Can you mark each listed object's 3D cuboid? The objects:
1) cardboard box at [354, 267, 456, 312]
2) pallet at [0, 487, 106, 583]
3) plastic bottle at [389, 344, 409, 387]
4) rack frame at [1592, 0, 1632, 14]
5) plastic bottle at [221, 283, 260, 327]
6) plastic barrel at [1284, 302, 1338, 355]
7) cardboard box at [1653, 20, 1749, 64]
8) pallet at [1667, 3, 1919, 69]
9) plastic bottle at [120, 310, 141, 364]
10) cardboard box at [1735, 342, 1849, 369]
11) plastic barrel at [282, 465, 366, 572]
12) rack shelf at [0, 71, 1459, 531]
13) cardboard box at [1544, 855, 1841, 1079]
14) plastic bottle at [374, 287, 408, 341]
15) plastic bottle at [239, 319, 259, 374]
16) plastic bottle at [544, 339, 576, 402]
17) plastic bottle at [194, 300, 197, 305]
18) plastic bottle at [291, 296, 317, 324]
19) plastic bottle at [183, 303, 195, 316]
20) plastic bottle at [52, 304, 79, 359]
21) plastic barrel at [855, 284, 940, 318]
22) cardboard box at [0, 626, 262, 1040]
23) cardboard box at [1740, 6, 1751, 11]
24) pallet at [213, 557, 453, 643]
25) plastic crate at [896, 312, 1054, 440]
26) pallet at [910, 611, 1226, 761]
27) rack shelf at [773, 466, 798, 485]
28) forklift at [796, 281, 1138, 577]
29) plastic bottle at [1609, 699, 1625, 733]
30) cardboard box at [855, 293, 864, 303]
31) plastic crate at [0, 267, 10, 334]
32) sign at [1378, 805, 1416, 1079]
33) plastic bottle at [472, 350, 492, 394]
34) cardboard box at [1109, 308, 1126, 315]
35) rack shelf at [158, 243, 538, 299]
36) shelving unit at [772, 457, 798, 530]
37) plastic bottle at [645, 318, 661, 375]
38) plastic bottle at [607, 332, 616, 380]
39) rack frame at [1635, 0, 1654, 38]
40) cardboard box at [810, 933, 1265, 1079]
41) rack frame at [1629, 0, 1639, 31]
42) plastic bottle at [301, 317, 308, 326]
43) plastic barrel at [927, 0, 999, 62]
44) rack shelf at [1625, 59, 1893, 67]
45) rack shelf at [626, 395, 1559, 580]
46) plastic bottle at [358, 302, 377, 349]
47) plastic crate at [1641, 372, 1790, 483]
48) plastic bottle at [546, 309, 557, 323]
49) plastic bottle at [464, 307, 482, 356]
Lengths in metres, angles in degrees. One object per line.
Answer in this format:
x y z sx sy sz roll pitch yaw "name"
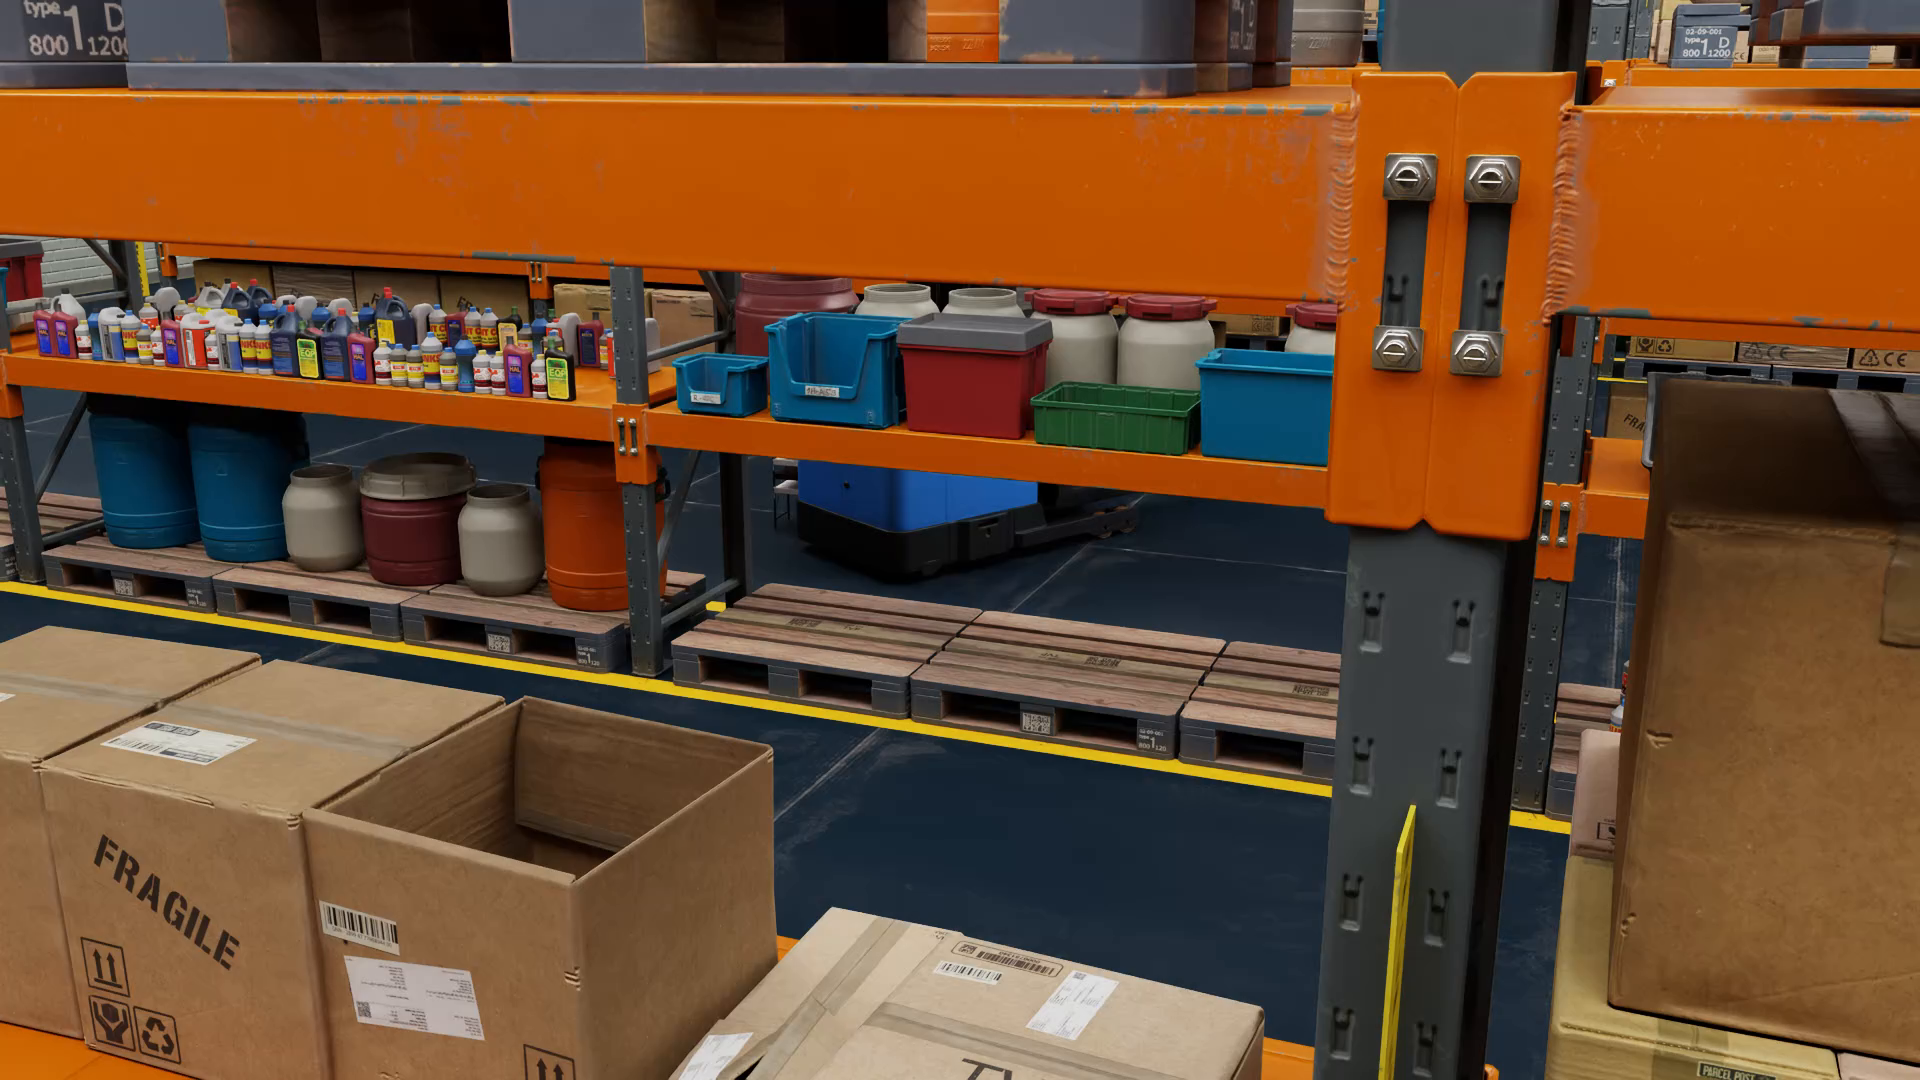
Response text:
-4.651 -1.971 14.640 0.875 0.875 0.875 6 17 21 "cardboard box"
-5.745 -0.051 9.970 1.213 0.211 1.003 6 17 21 "pallet"
-2.717 -0.851 8.080 0.097 0.201 0.097 0 16 0 "plastic bottle"
2.396 -3.387 5.701 0.127 3.000 1.000 6 17 21 "rack frame"
-3.952 -1.236 9.138 0.185 0.351 0.144 6 17 21 "plastic bottle"
1.586 -0.726 7.052 0.433 0.535 0.433 0 16 0 "plastic barrel"
4.538 -3.047 10.178 0.500 0.250 0.500 6 17 18 "cardboard box"
3.103 -1.808 5.979 1.003 0.211 1.213 6 17 21 "pallet"
-4.317 -1.060 8.677 0.097 0.271 0.097 0 16 0 "plastic bottle"
7.526 -2.075 14.997 0.875 0.875 0.875 6 17 21 "cardboard box"
-3.395 -0.118 8.910 0.421 0.512 0.421 0 16 0 "plastic barrel"
-1.286 -0.522 2.501 4.000 0.370 1.077 6 17 21 "rack shelf"
0.754 0.496 1.742 0.250 0.149 0.380 6 17 21 "cardboard box"
-3.047 -1.179 8.944 0.185 0.351 0.144 6 17 21 "plastic bottle"
-3.581 -0.979 8.398 0.097 0.271 0.097 0 16 0 "plastic bottle"
-1.858 -0.790 7.725 0.133 0.283 0.061 6 17 21 "plastic bottle"
-4.221 -1.271 9.395 0.135 0.276 0.152 6 17 21 "plastic bottle"
-3.627 -1.206 9.170 0.135 0.276 0.152 6 17 21 "plastic bottle"
-4.341 -1.239 9.416 0.097 0.201 0.097 0 16 0 "plastic bottle"
-4.738 -1.107 8.815 0.133 0.283 0.061 6 17 21 "plastic bottle"
-0.290 -0.919 7.760 0.421 0.512 0.421 0 16 0 "plastic barrel"
-1.579 0.488 2.933 0.500 0.500 0.500 5 17 18 "cardboard box"
4.675 -3.228 10.087 0.250 0.149 0.380 5 17 18 "cardboard box"
-3.205 0.229 9.008 1.213 0.211 1.003 6 17 21 "pallet"
0.066 -0.702 7.095 0.583 0.464 0.402 6 17 21 "plastic crate"
0.512 0.638 7.597 1.213 0.211 1.003 6 17 21 "pallet"
-1.026 -0.403 10.390 0.200 0.077 0.258 5 17 16 "rack shelf"
0.482 -1.518 10.146 3.031 2.935 1.130 -13 21 -38 "forklift"
2.531 0.739 6.353 0.097 0.271 0.097 0 16 0 "plastic bottle"
-0.969 -1.551 13.192 0.875 0.875 1.225 6 17 21 "cardboard box"
-5.606 -1.305 9.210 0.575 0.384 0.392 6 17 21 "plastic crate"
0.385 0.402 1.475 0.005 0.325 0.100 6 17 21 "sign"
-2.264 -0.801 7.909 0.097 0.201 0.097 0 16 0 "plastic bottle"
1.698 -2.477 17.056 0.500 0.500 0.500 6 17 20 "cardboard box"
-5.090 -2.468 14.586 4.000 0.370 1.077 6 17 21 "rack shelf"
-1.026 -0.521 10.355 0.210 0.900 0.258 5 17 16 "shelving unit"
-1.609 -0.984 8.406 0.135 0.276 0.152 6 17 21 "plastic bottle"
-1.665 -0.945 8.270 0.135 0.276 0.152 6 17 21 "plastic bottle"
6.127 -5.948 14.521 0.127 3.000 1.000 6 17 21 "rack frame"
0.101 0.811 2.269 0.500 0.250 0.500 7 18 24 "cardboard box"
4.213 -4.672 10.126 0.127 3.000 1.000 6 17 21 "rack frame"
-3.347 -0.997 8.458 0.097 0.271 0.097 0 16 0 "plastic bottle"
-0.033 -2.355 6.755 0.708 0.830 0.600 6 17 21 "plastic barrel"
6.073 -2.681 9.940 4.000 0.370 1.077 6 17 21 "rack shelf"
0.535 -0.365 7.343 4.000 0.370 1.077 6 17 21 "rack shelf"
-3.192 -1.146 8.971 0.097 0.271 0.097 0 16 0 "plastic bottle"
2.836 -0.390 6.248 0.504 0.338 0.767 6 17 21 "plastic crate"
-2.148 -1.060 8.656 0.133 0.283 0.061 6 17 21 "plastic bottle"
-2.567 -1.095 8.797 0.097 0.271 0.097 0 16 0 "plastic bottle"
